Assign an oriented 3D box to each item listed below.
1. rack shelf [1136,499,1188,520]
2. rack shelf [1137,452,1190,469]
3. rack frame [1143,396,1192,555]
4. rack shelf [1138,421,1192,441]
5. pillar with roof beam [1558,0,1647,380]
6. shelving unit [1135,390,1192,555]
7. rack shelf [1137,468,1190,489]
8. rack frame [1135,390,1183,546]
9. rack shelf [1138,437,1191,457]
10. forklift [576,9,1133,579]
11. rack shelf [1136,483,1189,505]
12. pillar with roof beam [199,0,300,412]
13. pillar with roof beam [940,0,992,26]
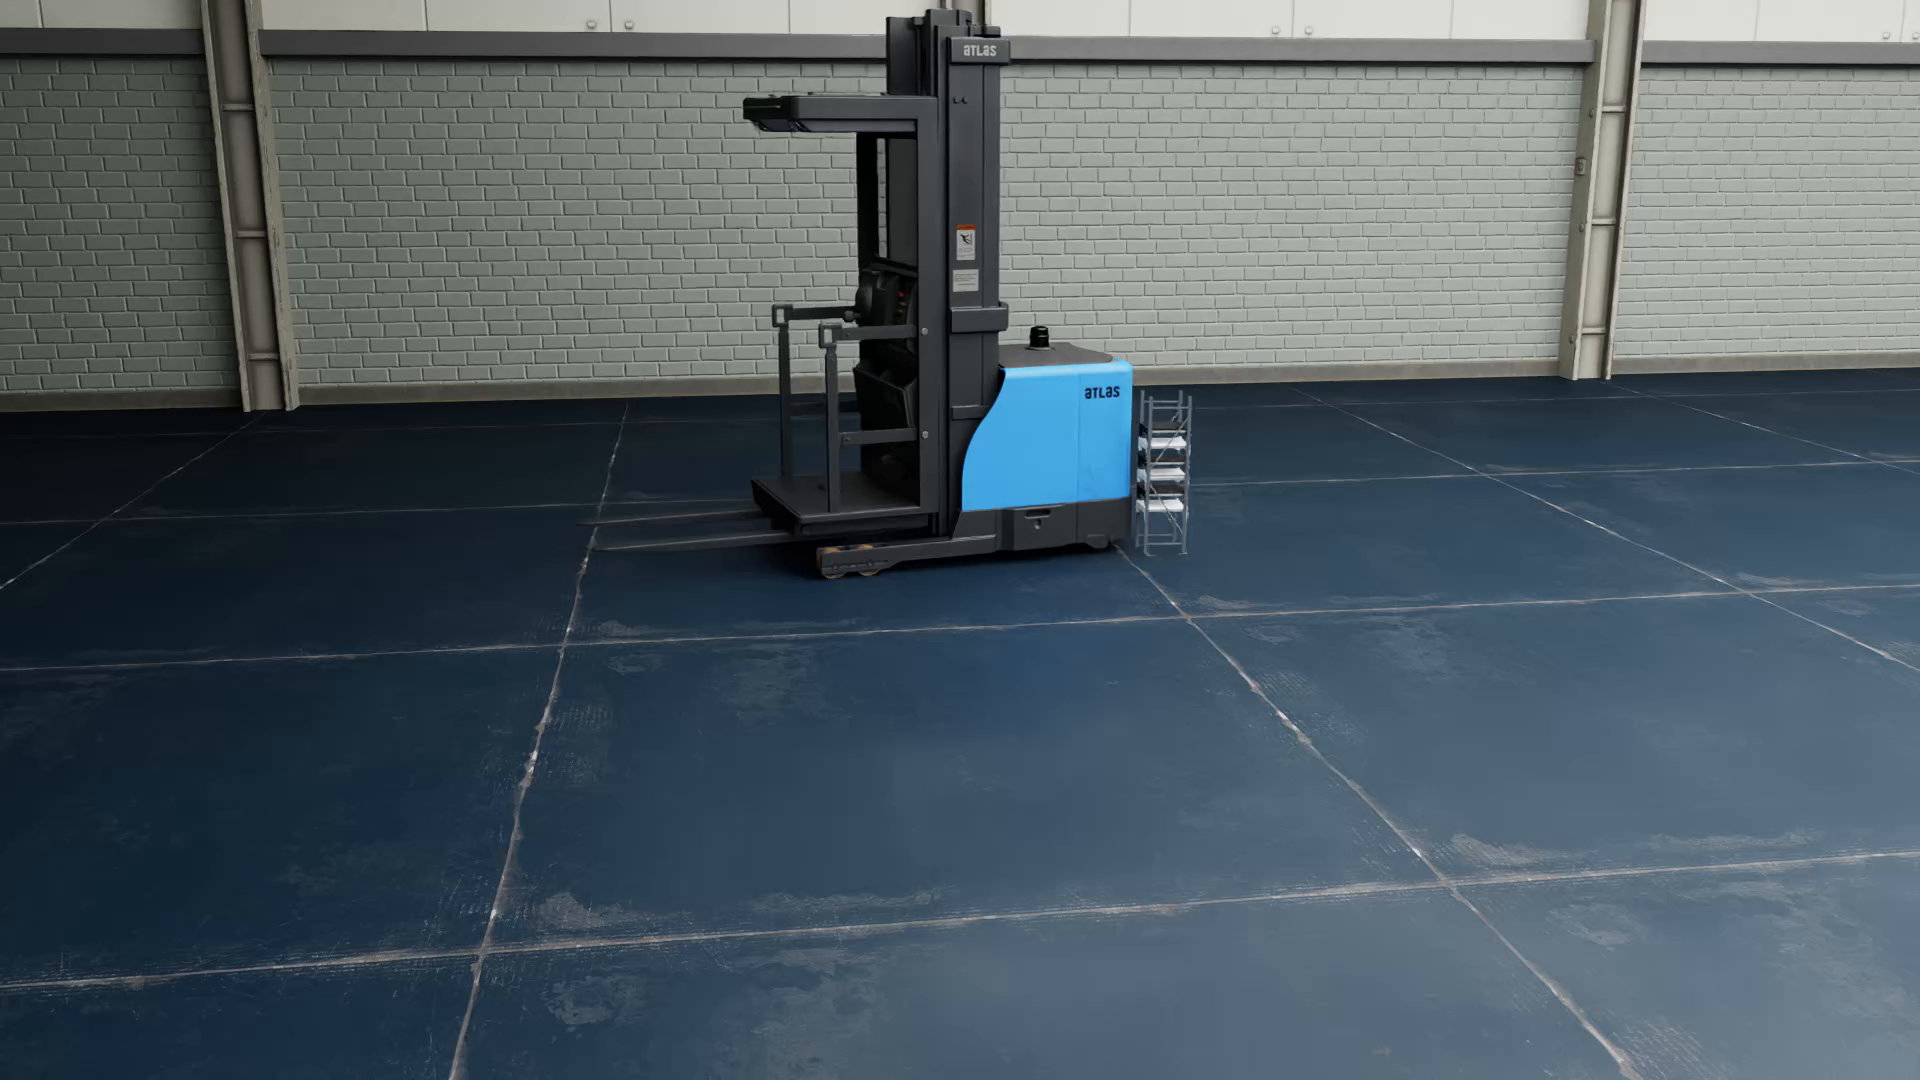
[{"bbox_3d":[1.143,-0.174,9.427,0.258,0.077,0.200,-1,14,-7],"label":"rack shelf"},{"bbox_3d":[1.145,-0.435,9.361,0.258,0.077,0.200,-1,14,-7],"label":"rack shelf"},{"bbox_3d":[1.157,-0.356,9.277,0.240,0.900,0.006,-1,14,-7],"label":"rack frame"},{"bbox_3d":[1.147,-0.610,9.317,0.258,0.077,0.200,-1,14,-7],"label":"rack shelf"},{"bbox_3d":[6.623,-4.892,10.731,0.400,9.000,9.100,-2,14,-8],"label":"pillar with roof beam"},{"bbox_3d":[1.145,-0.381,9.375,0.258,0.900,0.210,-1,14,-7],"label":"shelving unit"},{"bbox_3d":[1.144,-0.348,9.383,0.258,0.077,0.200,-1,14,-7],"label":"rack shelf"},{"bbox_3d":[1.133,-0.405,9.473,0.240,0.900,0.006,-1,14,-7],"label":"rack frame"},{"bbox_3d":[1.146,-0.523,9.339,0.258,0.077,0.200,-1,14,-7],"label":"rack shelf"},{"bbox_3d":[-0.592,-1.356,9.103,3.031,2.935,1.130,-5,15,-20],"label":"forklift"},{"bbox_3d":[1.144,-0.261,9.405,0.258,0.077,0.200,-1,14,-7],"label":"rack shelf"},{"bbox_3d":[-5.243,-4.458,8.997,0.400,9.000,9.100,-2,14,-8],"label":"pillar with roof beam"},{"bbox_3d":[0.690,-4.675,9.864,0.400,9.000,9.100,-2,14,-8],"label":"pillar with roof beam"}]
